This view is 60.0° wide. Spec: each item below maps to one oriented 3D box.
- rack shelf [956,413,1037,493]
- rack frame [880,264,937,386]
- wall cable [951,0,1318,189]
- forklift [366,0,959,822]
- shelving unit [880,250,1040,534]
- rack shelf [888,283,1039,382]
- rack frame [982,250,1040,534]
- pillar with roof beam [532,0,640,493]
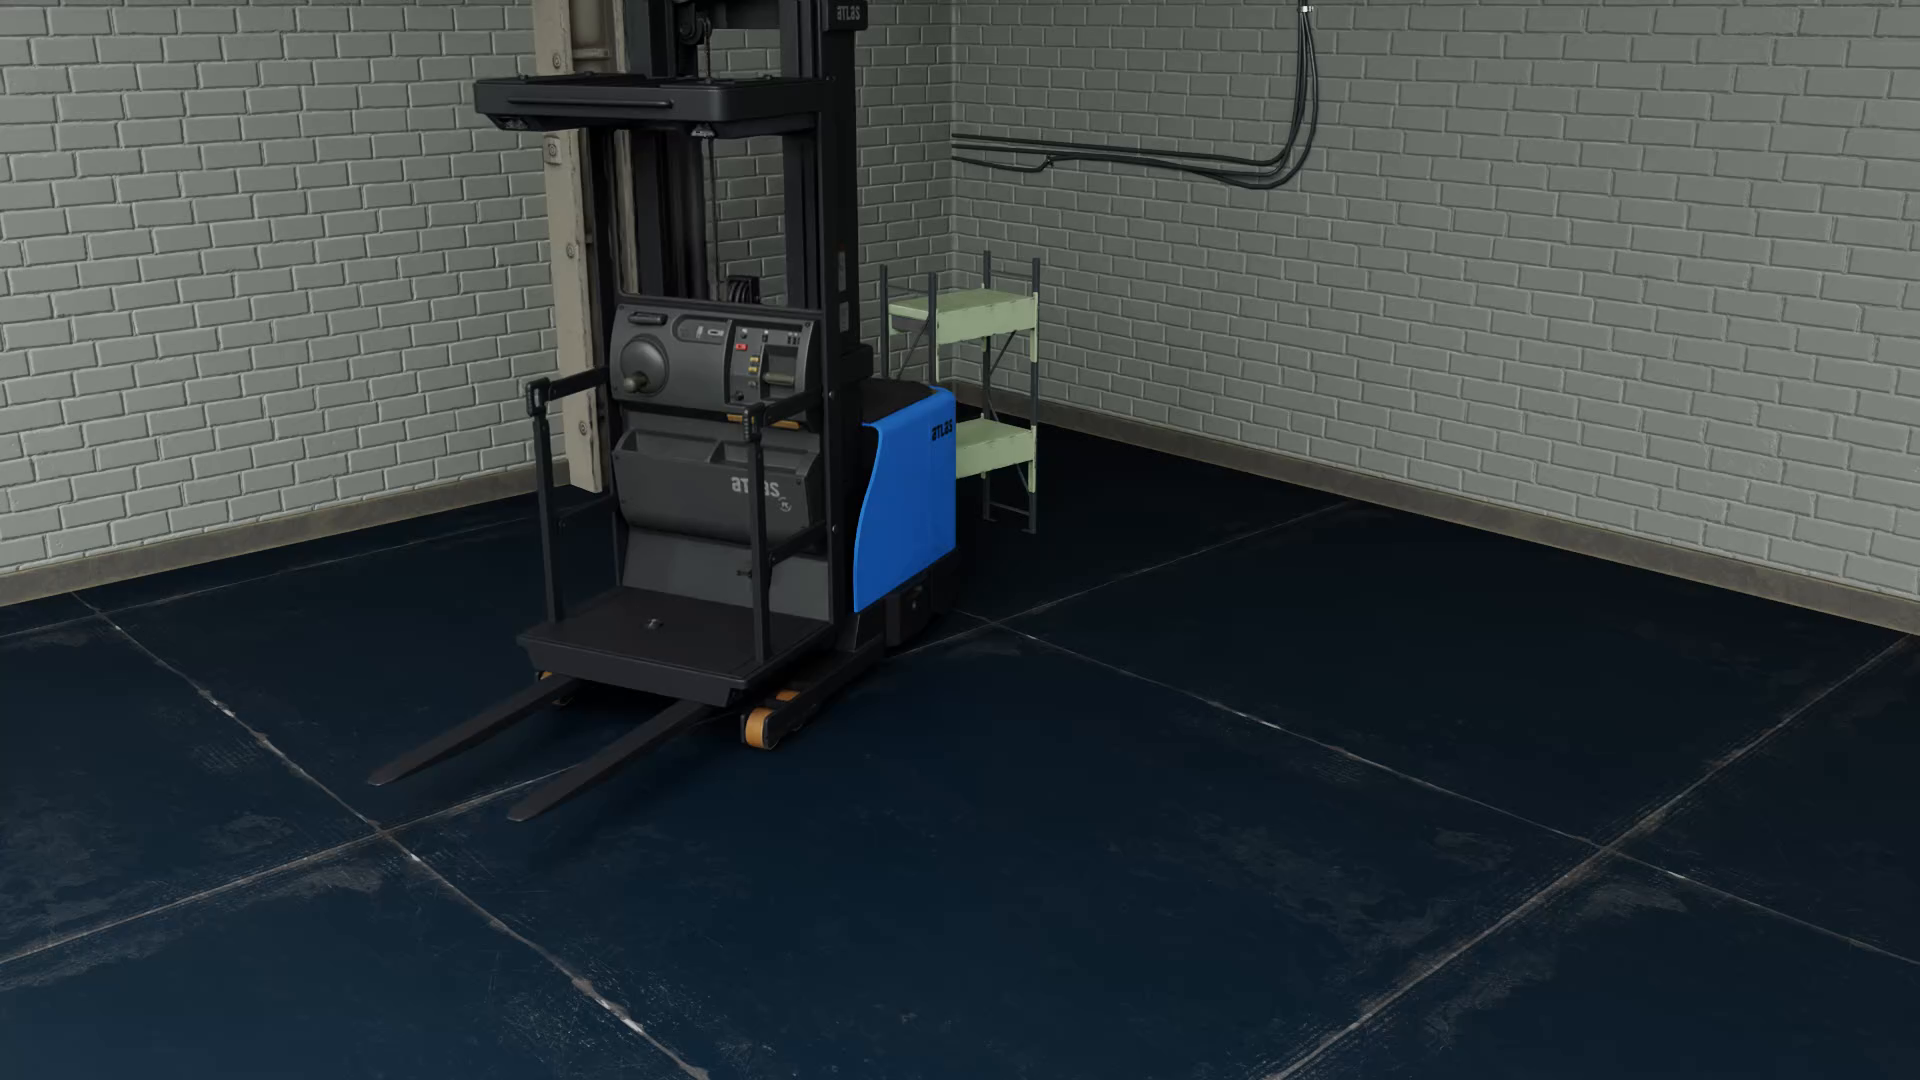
[{"bbox_3d":[0.005,-0.405,8.858,0.720,0.370,0.431,-16,24,-41],"label":"rack shelf"},{"bbox_3d":[-0.261,-0.637,8.519,0.023,1.500,0.400,-16,24,-41],"label":"rack frame"},{"bbox_3d":[0.926,-3.486,10.180,0.112,2.526,3.097,-16,24,-41],"label":"wall cable"},{"bbox_3d":[-1.090,-0.730,6.484,1.130,2.935,3.031,8,20,24],"label":"forklift"},{"bbox_3d":[0.005,-0.715,8.758,0.755,1.500,0.431,-16,24,-41],"label":"shelving unit"},{"bbox_3d":[0.005,-1.086,8.637,0.720,0.370,0.431,-16,24,-41],"label":"rack shelf"},{"bbox_3d":[0.271,-0.792,8.997,0.023,1.500,0.400,-16,24,-41],"label":"rack frame"},{"bbox_3d":[0.835,-3.670,5.714,0.400,9.000,9.100,-16,24,-41],"label":"pillar with roof beam"}]
